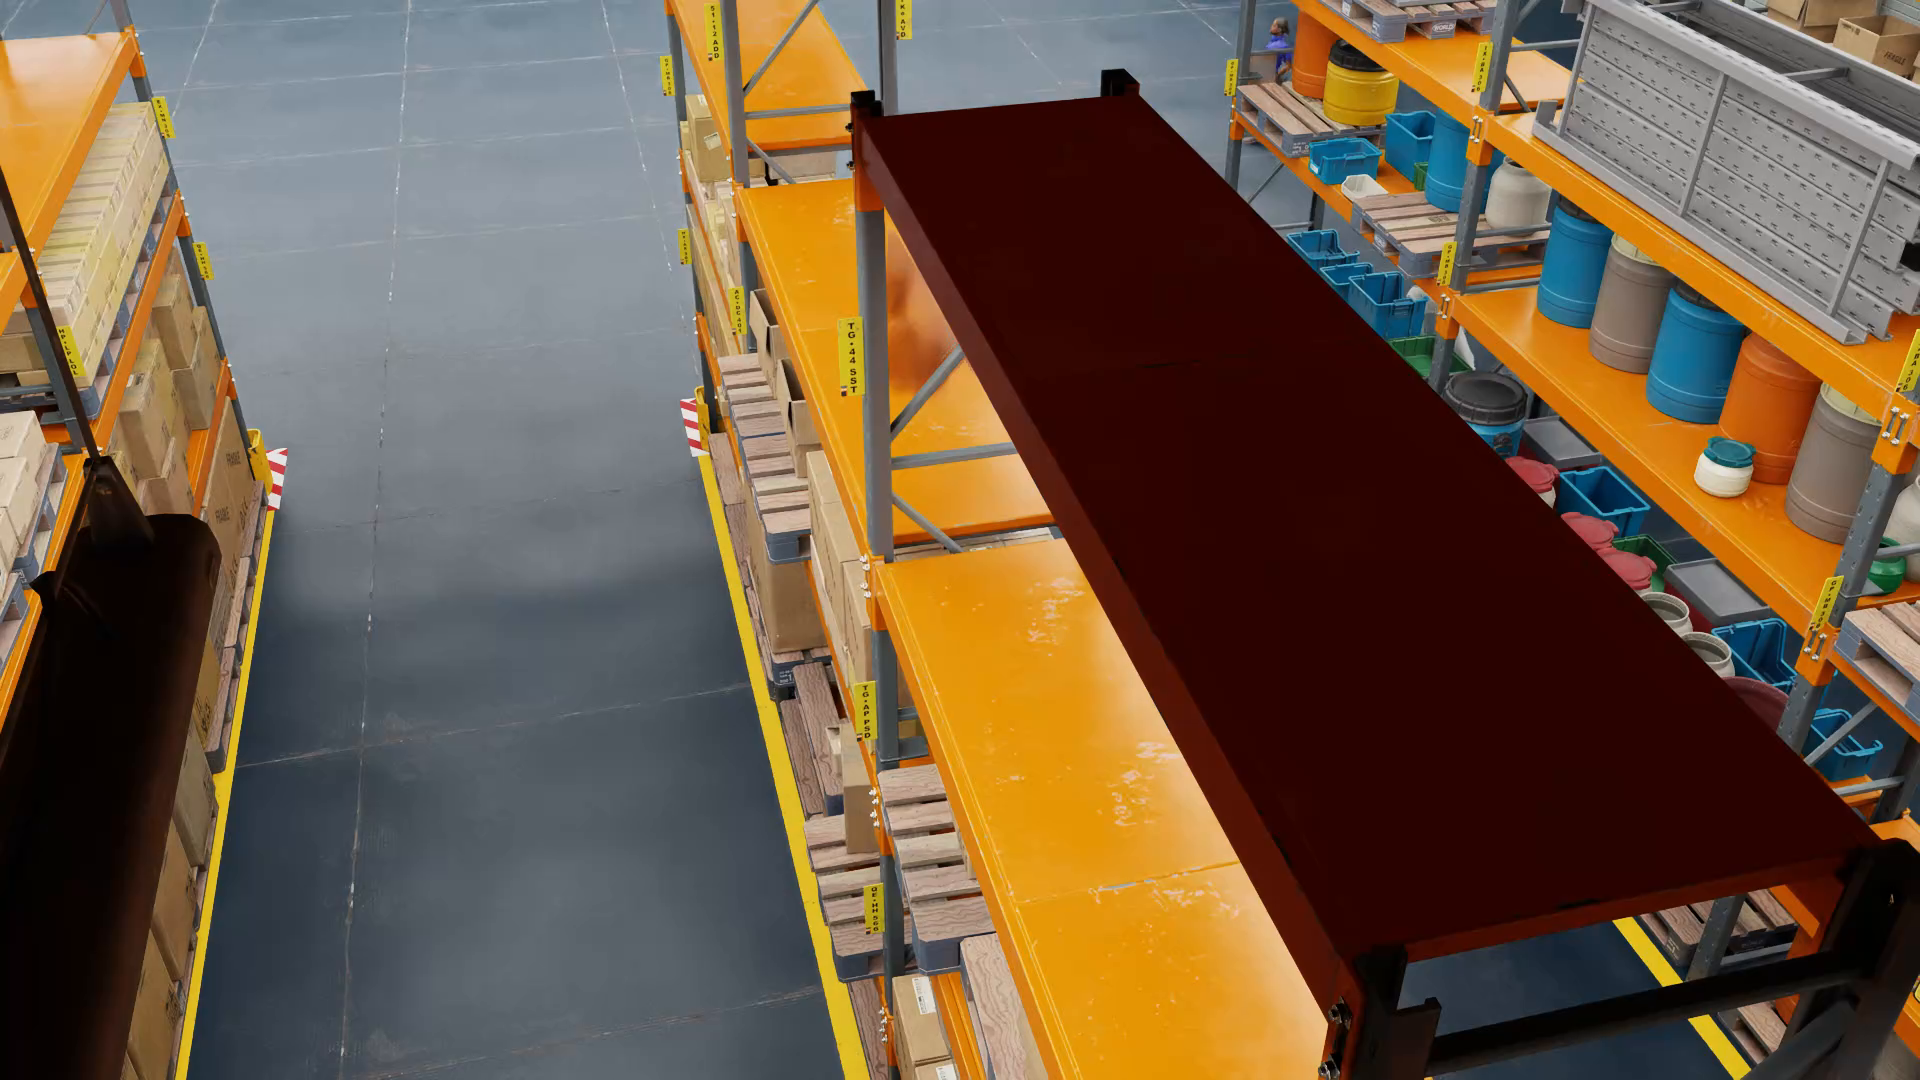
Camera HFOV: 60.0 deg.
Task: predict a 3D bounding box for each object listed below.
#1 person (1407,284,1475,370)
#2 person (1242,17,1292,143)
[{"bbox_3d":[4.617,-2.396,16.015,0.712,1.823,0.956,-17,38,-23],"label":"person"},{"bbox_3d":[4.036,-5.837,21.206,0.768,1.640,0.588,4,35,5],"label":"person"}]
